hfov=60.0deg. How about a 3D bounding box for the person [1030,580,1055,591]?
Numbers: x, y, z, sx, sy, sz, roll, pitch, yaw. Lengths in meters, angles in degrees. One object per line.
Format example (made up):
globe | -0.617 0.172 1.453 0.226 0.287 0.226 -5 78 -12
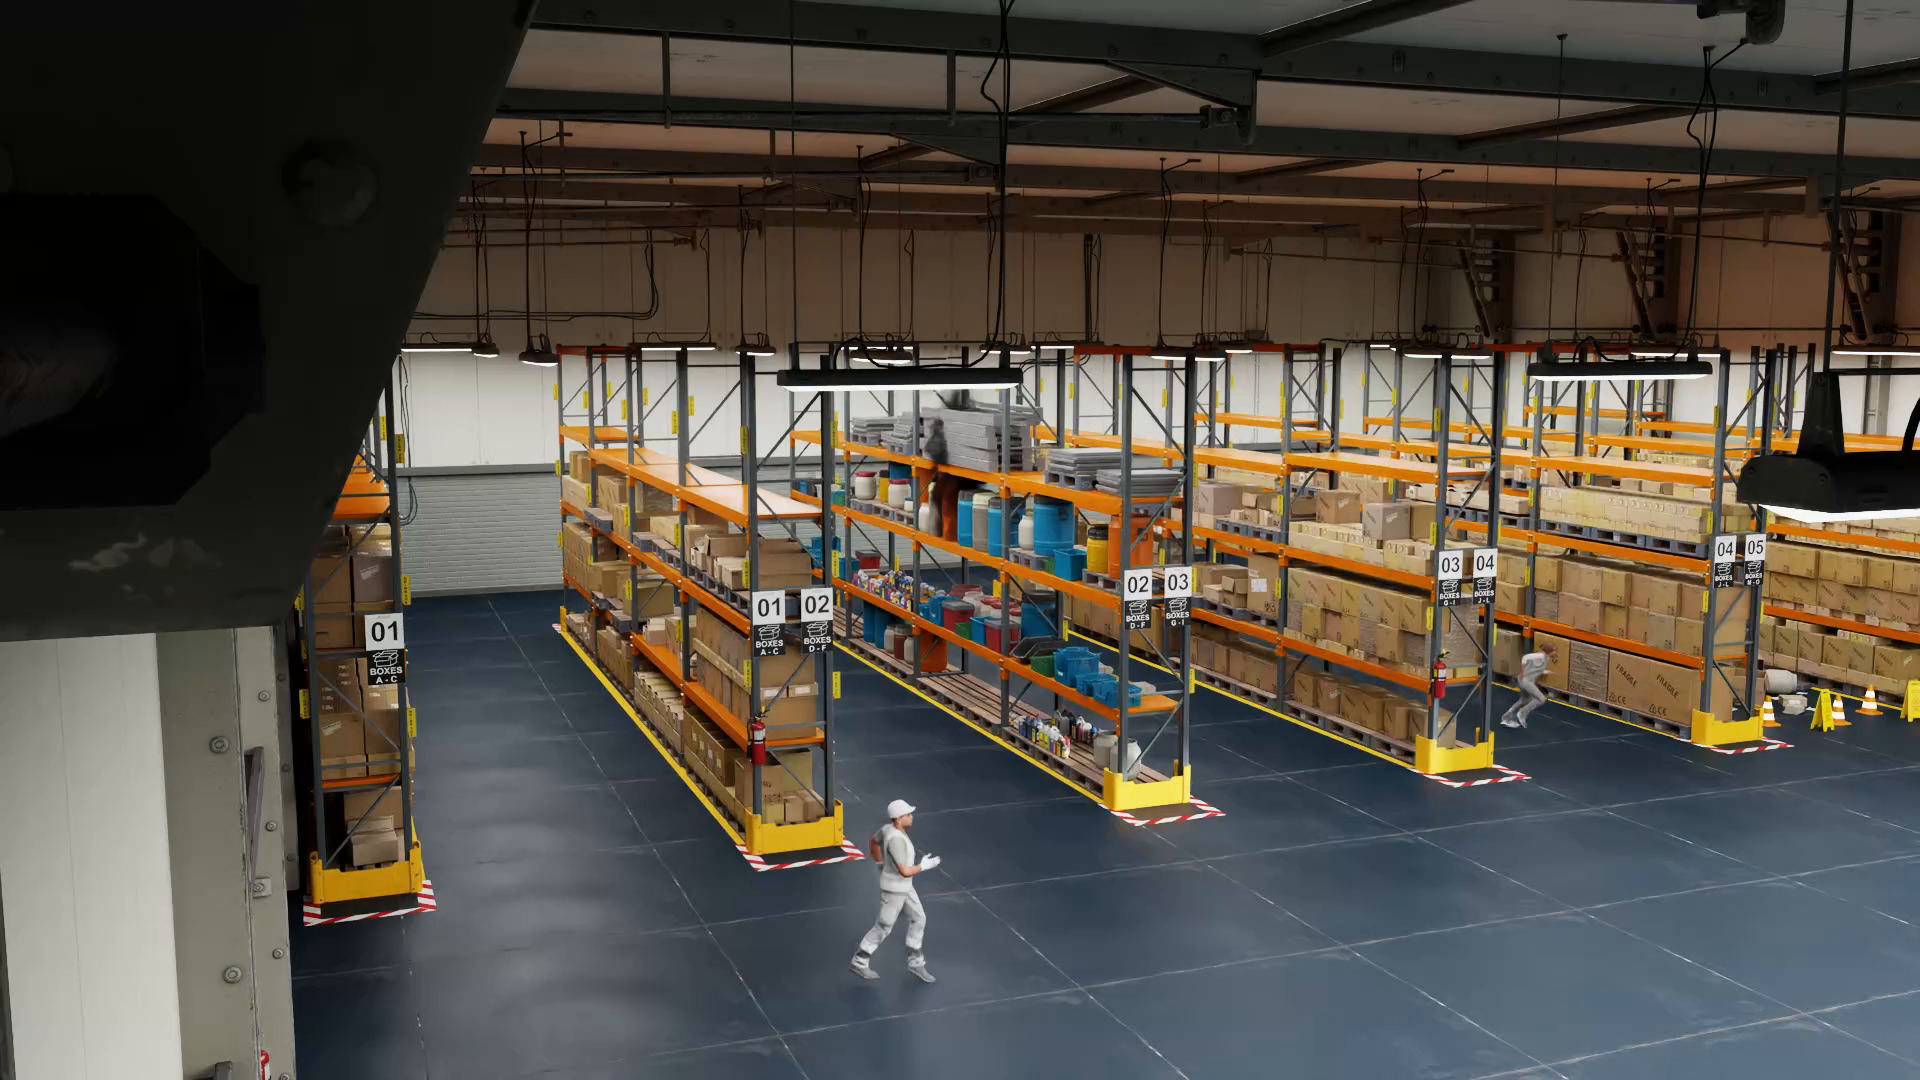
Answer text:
person | 1.721 1.135 33.932 0.697 1.816 0.917 -4 8 -26

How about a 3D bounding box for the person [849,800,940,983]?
person | -0.631 3.403 16.054 0.886 1.840 0.647 0 7 2

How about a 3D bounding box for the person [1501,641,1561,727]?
person | 8.994 2.288 26.202 0.863 1.435 0.569 4 8 31

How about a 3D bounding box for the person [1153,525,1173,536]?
person | 5.020 0.111 41.971 0.671 1.814 0.981 4 8 29
